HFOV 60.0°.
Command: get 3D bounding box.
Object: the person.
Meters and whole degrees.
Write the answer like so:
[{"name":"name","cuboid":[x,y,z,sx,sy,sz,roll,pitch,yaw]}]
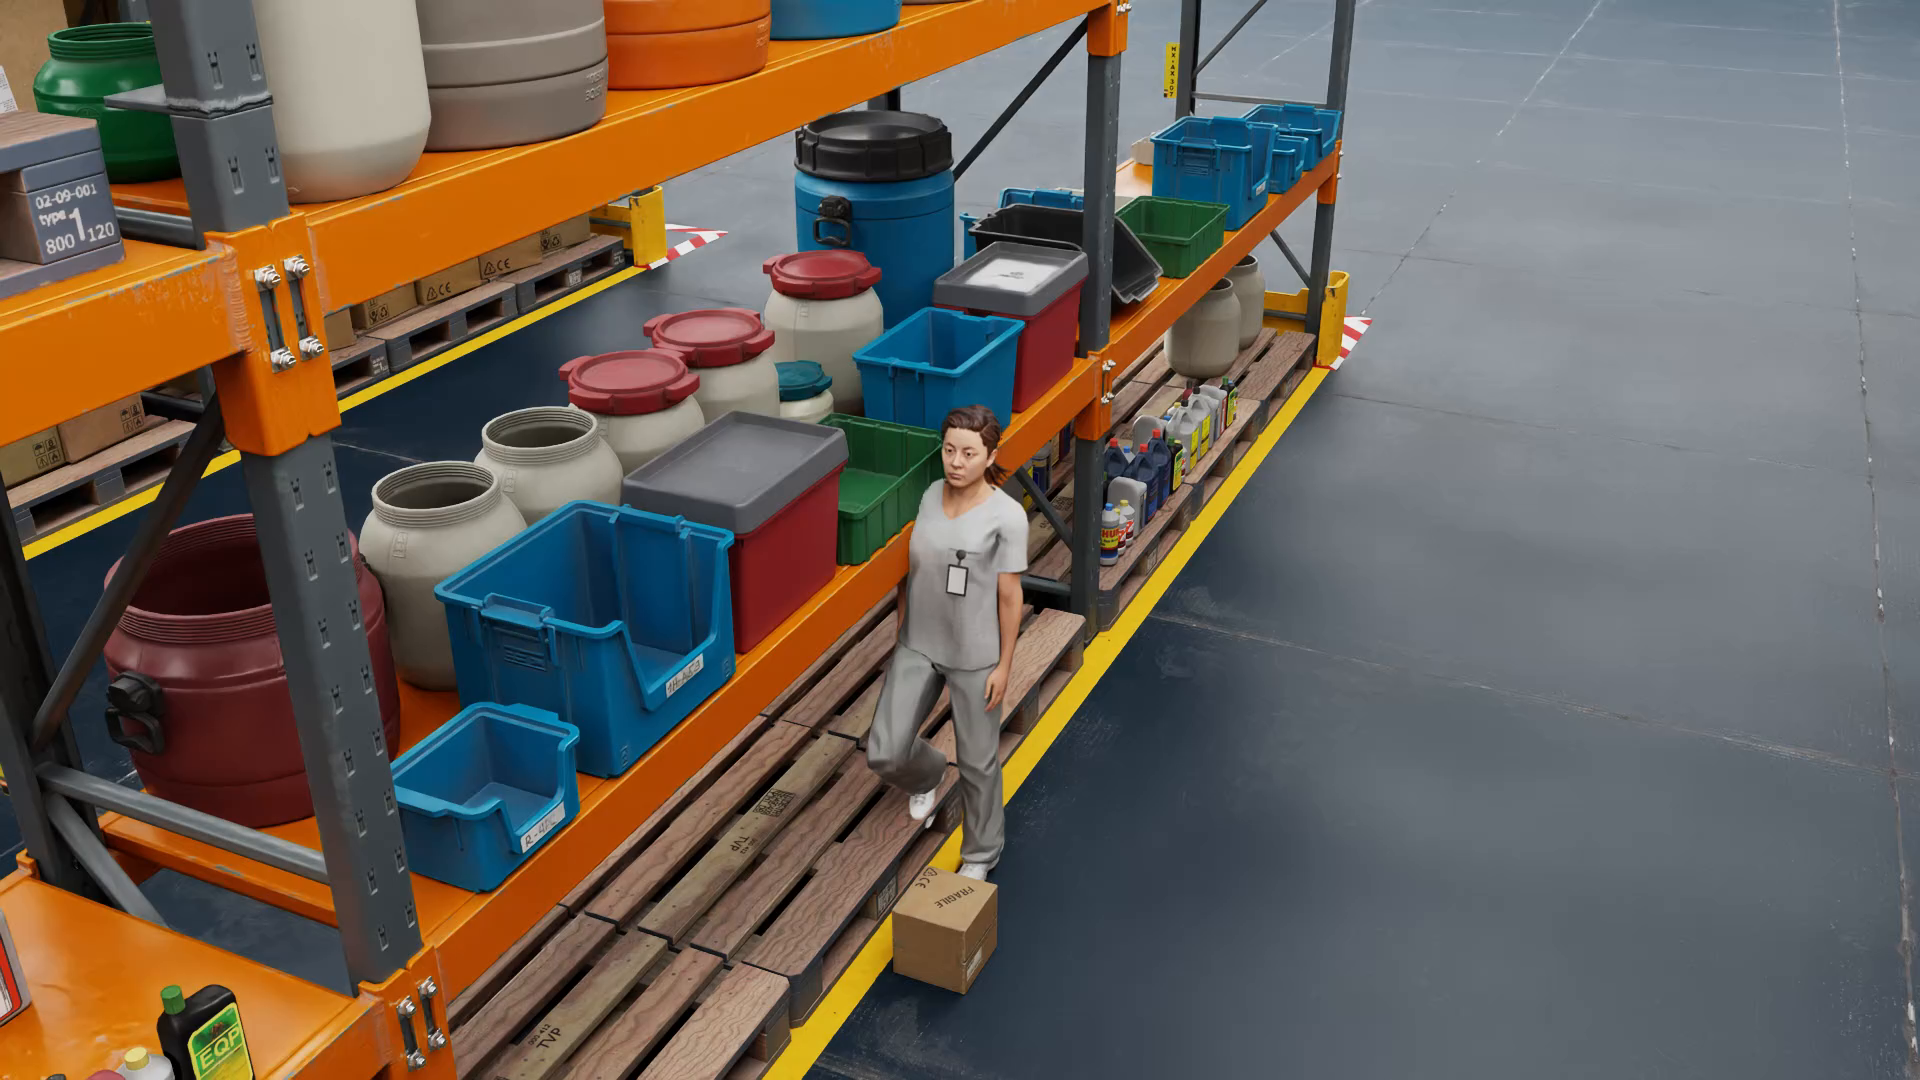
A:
[{"name":"person","cuboid":[-0.024,0.381,5.360,0.443,1.658,0.531,12,29,23]}]
